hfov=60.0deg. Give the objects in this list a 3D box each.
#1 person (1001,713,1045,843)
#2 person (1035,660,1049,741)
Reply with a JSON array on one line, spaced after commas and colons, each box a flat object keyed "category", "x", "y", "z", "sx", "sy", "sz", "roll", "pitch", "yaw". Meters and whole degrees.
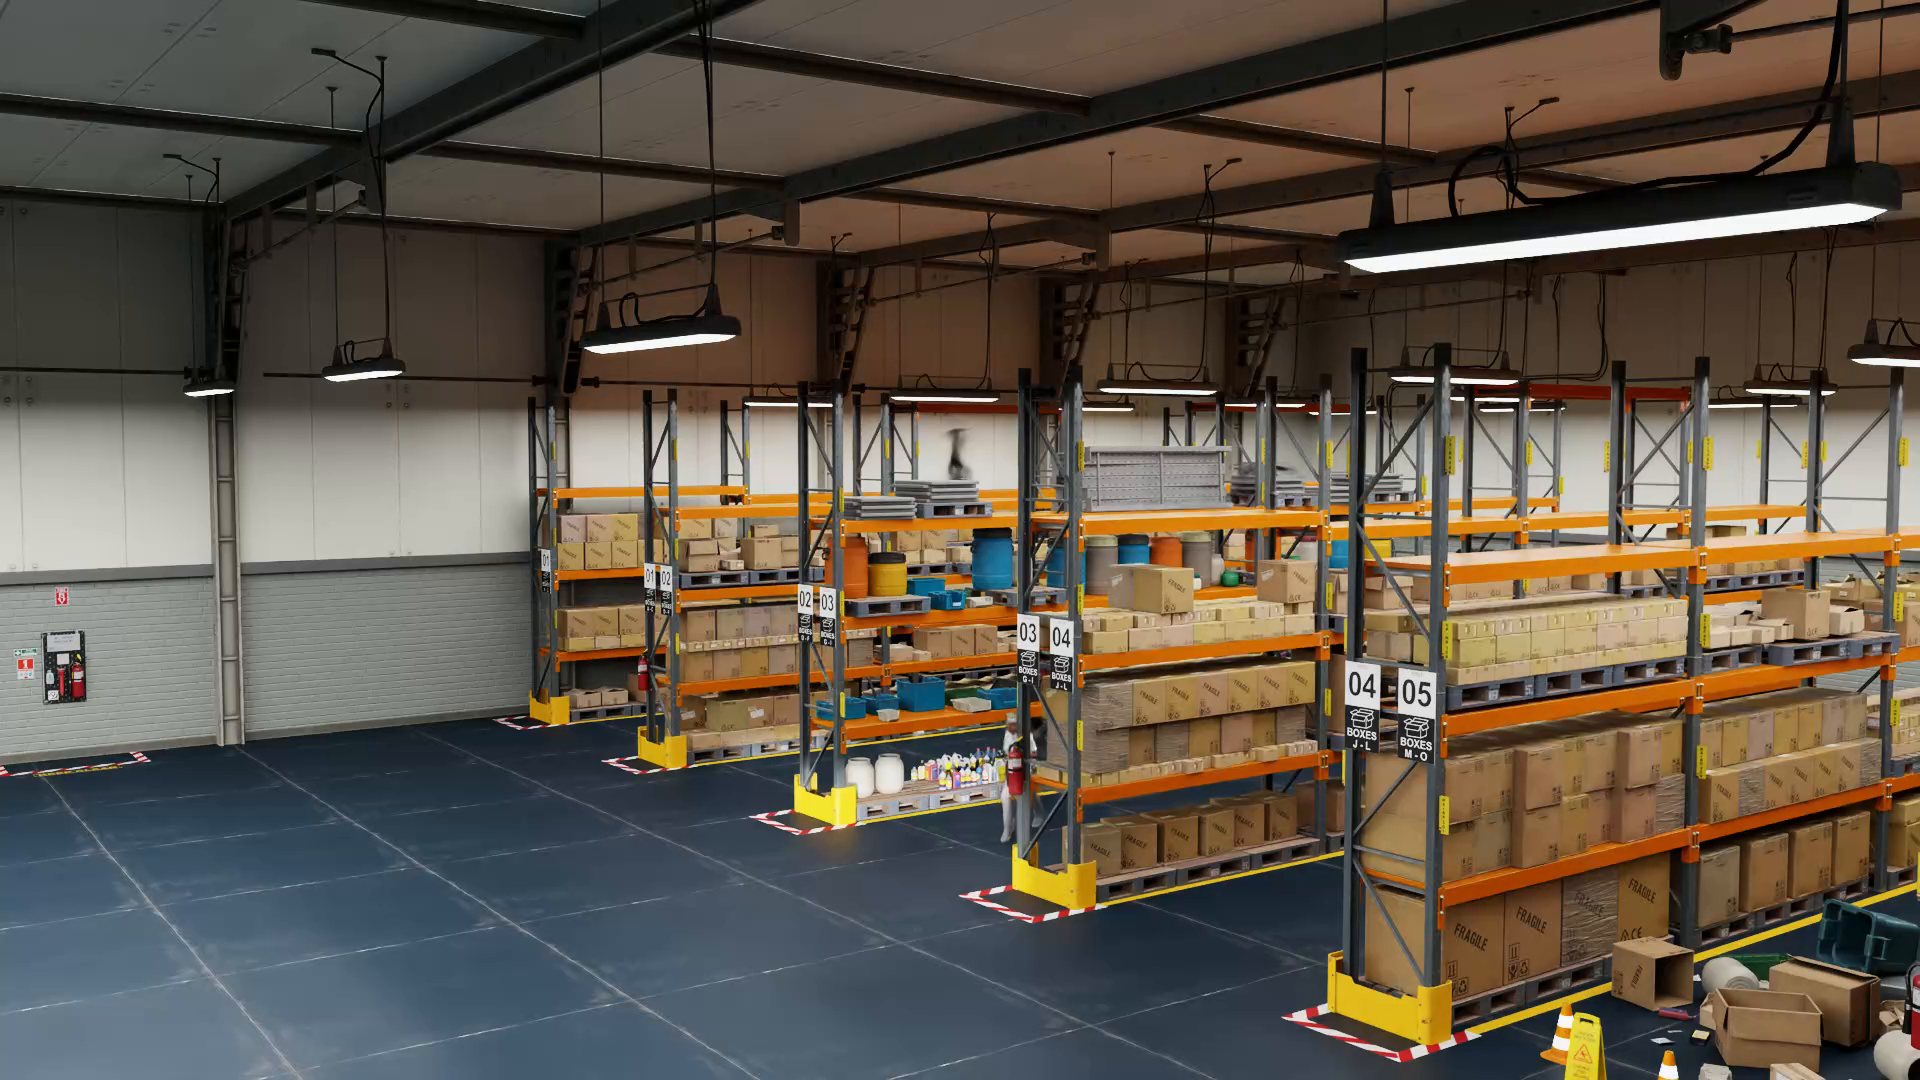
[{"category": "person", "x": 0.842, "y": 3.062, "z": 21.779, "sx": 0.576, "sy": 1.699, "sz": 0.942, "roll": 2, "pitch": 4, "yaw": 31}, {"category": "person", "x": 1.387, "y": 2.645, "z": 28.432, "sx": 0.960, "sy": 1.633, "sz": 0.690, "roll": -3, "pitch": 4, "yaw": -41}]
